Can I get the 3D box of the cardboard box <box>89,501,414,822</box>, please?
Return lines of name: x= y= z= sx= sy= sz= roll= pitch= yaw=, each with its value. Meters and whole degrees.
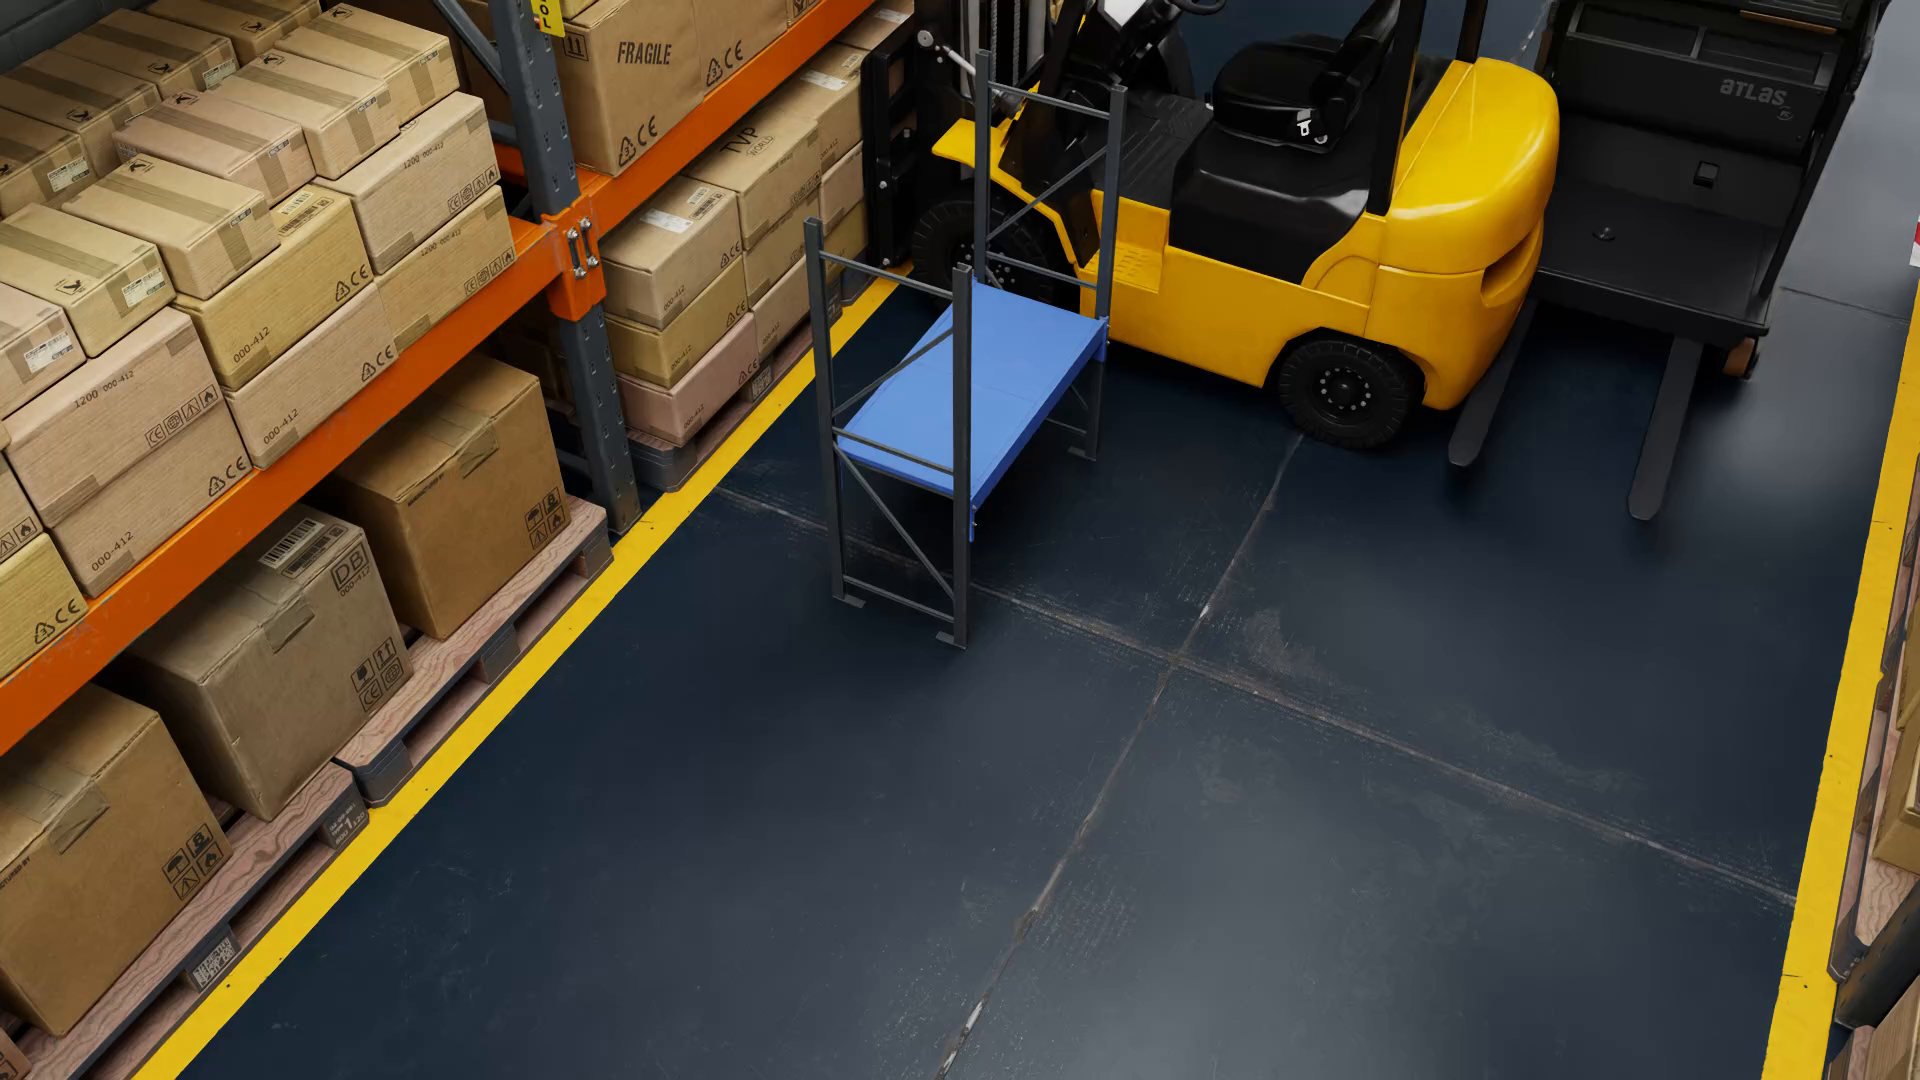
cardboard box: x=-2.183 y=0.240 z=4.778 sx=0.875 sy=0.625 sz=0.625 roll=20 pitch=49 yaw=19

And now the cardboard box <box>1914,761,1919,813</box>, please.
cardboard box: x=2.852 y=0.465 z=4.292 sx=0.500 sy=0.500 sz=0.500 roll=20 pitch=49 yaw=19

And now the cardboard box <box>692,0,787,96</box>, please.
cardboard box: x=-0.919 y=-1.828 z=5.377 sx=0.500 sy=0.500 sz=0.500 roll=21 pitch=49 yaw=20

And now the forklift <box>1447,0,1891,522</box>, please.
forklift: x=2.637 y=-2.008 z=5.674 sx=1.130 sy=2.935 sz=3.031 roll=19 pitch=48 yaw=18

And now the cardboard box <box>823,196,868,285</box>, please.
cardboard box: x=-0.619 y=-1.296 z=6.560 sx=0.500 sy=0.250 sz=0.500 roll=21 pitch=49 yaw=20

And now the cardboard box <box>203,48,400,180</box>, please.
cardboard box: x=-1.649 y=-1.072 z=4.174 sx=0.380 sy=0.149 sz=0.250 roll=20 pitch=49 yaw=18

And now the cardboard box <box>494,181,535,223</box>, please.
cardboard box: x=-1.526 y=-1.172 z=5.734 sx=0.500 sy=0.250 sz=0.500 roll=21 pitch=49 yaw=20

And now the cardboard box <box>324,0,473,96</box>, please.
cardboard box: x=-1.614 y=-1.673 z=5.224 sx=0.500 sy=0.500 sz=0.500 roll=20 pitch=49 yaw=19

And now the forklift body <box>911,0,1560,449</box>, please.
forklift body: x=1.009 y=-1.690 z=5.908 sx=2.313 sy=2.155 sz=1.214 roll=20 pitch=49 yaw=19

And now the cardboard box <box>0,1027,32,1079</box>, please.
cardboard box: x=-2.842 y=1.139 z=3.890 sx=0.875 sy=0.625 sz=0.625 roll=22 pitch=49 yaw=20

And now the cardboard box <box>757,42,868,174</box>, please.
cardboard box: x=-0.614 y=-1.635 z=6.192 sx=0.500 sy=0.250 sz=0.500 roll=22 pitch=49 yaw=20

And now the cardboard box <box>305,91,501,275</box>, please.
cardboard box: x=-1.585 y=-0.995 z=4.378 sx=0.500 sy=0.250 sz=0.500 roll=19 pitch=48 yaw=18

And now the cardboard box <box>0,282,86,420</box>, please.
cardboard box: x=-2.112 y=-0.426 z=3.535 sx=0.380 sy=0.149 sz=0.250 roll=21 pitch=49 yaw=19

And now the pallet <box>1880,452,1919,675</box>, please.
pallet: x=3.660 y=0.145 z=5.458 sx=1.003 sy=0.211 sz=1.213 roll=20 pitch=49 yaw=19

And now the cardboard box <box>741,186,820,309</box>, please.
cardboard box: x=-0.854 y=-1.143 z=6.057 sx=0.500 sy=0.250 sz=0.500 roll=20 pitch=49 yaw=19

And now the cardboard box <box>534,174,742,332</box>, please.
cardboard box: x=-1.081 y=-0.999 z=5.564 sx=0.500 sy=0.250 sz=0.500 roll=20 pitch=49 yaw=18

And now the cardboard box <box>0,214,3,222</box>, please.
cardboard box: x=-2.463 y=-0.753 z=3.859 sx=0.380 sy=0.149 sz=0.250 roll=20 pitch=49 yaw=19

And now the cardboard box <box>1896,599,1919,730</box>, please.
cardboard box: x=3.089 y=0.390 z=4.894 sx=0.500 sy=0.250 sz=0.500 roll=19 pitch=48 yaw=18

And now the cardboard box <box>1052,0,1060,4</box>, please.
cardboard box: x=0.324 y=-2.732 z=7.628 sx=0.500 sy=0.250 sz=0.500 roll=20 pitch=49 yaw=19

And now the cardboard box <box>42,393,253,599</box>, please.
cardboard box: x=-2.072 y=-0.188 z=3.932 sx=0.500 sy=0.250 sz=0.500 roll=21 pitch=49 yaw=19

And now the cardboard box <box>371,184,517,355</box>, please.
cardboard box: x=-1.586 y=-0.809 z=4.546 sx=0.500 sy=0.250 sz=0.500 roll=22 pitch=49 yaw=20

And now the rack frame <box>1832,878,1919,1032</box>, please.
rack frame: x=2.815 y=0.371 z=3.275 sx=1.000 sy=3.000 sz=0.127 roll=20 pitch=49 yaw=19

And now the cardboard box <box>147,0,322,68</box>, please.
cardboard box: x=-1.937 y=-1.378 z=4.477 sx=0.380 sy=0.149 sz=0.250 roll=19 pitch=48 yaw=18

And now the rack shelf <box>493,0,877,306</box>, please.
rack shelf: x=-0.655 y=-2.273 z=6.393 sx=1.077 sy=0.370 sz=4.000 roll=20 pitch=49 yaw=19

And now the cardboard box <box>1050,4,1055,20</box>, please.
cardboard box: x=0.096 y=-2.256 z=7.509 sx=0.500 sy=0.250 sz=0.500 roll=20 pitch=49 yaw=19

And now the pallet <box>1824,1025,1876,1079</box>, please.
pallet: x=2.455 y=1.842 z=3.781 sx=1.003 sy=0.211 sz=1.213 roll=20 pitch=49 yaw=19

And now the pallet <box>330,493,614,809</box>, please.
pallet: x=-1.891 y=0.192 z=5.412 sx=1.003 sy=0.211 sz=1.213 roll=20 pitch=49 yaw=19

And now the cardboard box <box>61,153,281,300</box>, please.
cardboard box: x=-1.814 y=-0.725 z=3.832 sx=0.380 sy=0.149 sz=0.250 roll=19 pitch=48 yaw=18

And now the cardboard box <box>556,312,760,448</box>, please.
cardboard box: x=-1.066 y=-0.642 z=5.914 sx=0.500 sy=0.250 sz=0.500 roll=21 pitch=49 yaw=19

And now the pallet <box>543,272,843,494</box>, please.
pallet: x=-1.177 y=-0.773 z=6.365 sx=1.003 sy=0.211 sz=1.213 roll=20 pitch=49 yaw=19

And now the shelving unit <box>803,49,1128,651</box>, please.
shelving unit: x=0.040 y=-0.581 z=5.270 sx=0.538 sy=1.500 sz=1.048 roll=20 pitch=49 yaw=19

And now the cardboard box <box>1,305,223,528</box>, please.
cardboard box: x=-2.060 y=-0.348 z=3.739 sx=0.500 sy=0.250 sz=0.500 roll=21 pitch=49 yaw=20

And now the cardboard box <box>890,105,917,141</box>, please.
cardboard box: x=-0.375 y=-1.774 z=6.681 sx=0.500 sy=0.250 sz=0.500 roll=20 pitch=49 yaw=19

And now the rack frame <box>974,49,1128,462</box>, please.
rack frame: x=0.276 y=-0.901 z=5.586 sx=0.500 sy=1.500 sz=0.032 roll=20 pitch=49 yaw=19

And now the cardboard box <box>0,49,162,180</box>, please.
cardboard box: x=-2.224 y=-1.069 z=4.172 sx=0.380 sy=0.149 sz=0.250 roll=20 pitch=49 yaw=19

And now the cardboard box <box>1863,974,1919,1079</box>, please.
cardboard box: x=2.573 y=1.478 z=3.732 sx=0.950 sy=0.372 sz=0.625 roll=21 pitch=49 yaw=20

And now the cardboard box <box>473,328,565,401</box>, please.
cardboard box: x=-1.537 y=-0.819 z=6.089 sx=0.500 sy=0.250 sz=0.500 roll=21 pitch=49 yaw=19
